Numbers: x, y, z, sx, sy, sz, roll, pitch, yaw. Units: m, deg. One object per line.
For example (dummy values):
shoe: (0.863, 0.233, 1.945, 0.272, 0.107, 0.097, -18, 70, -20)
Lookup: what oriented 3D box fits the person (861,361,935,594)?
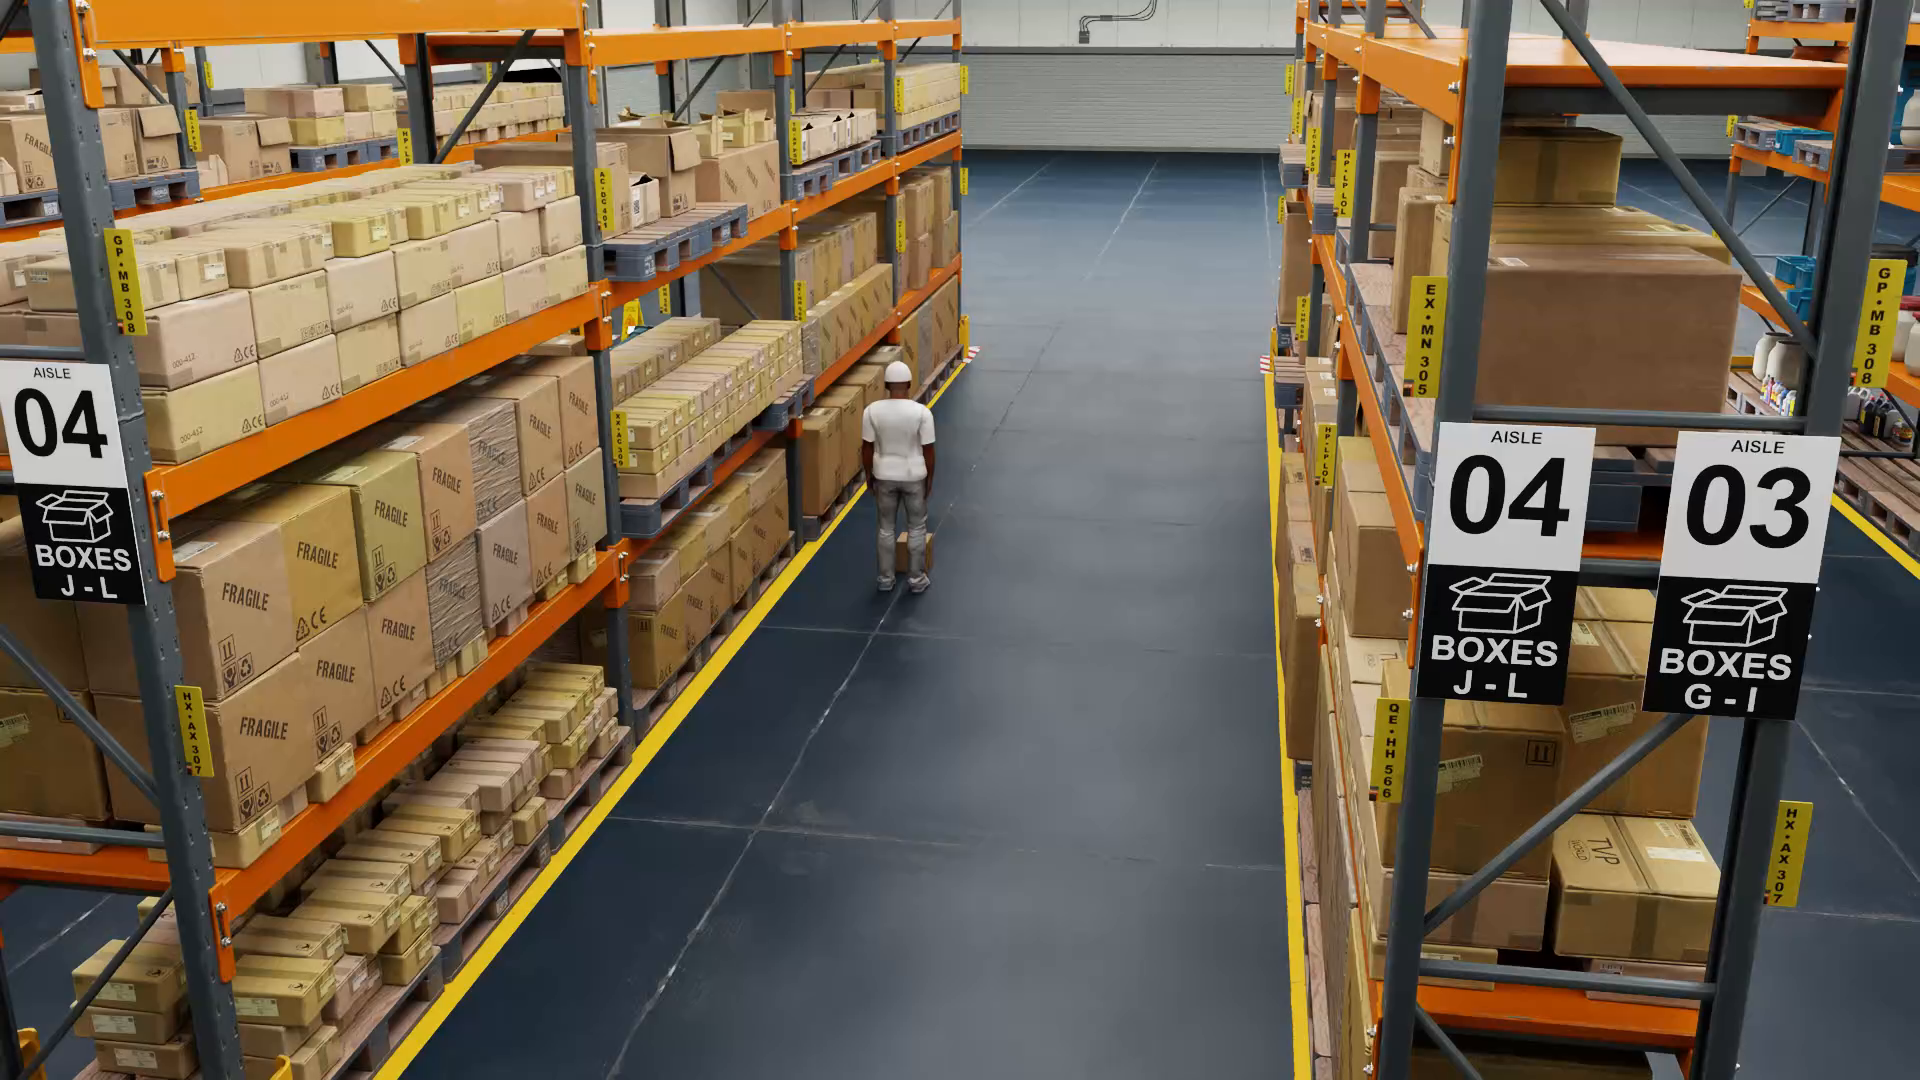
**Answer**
person: (-0.455, -0.475, 12.498, 0.564, 1.763, 0.360, 3, 18, 9)
